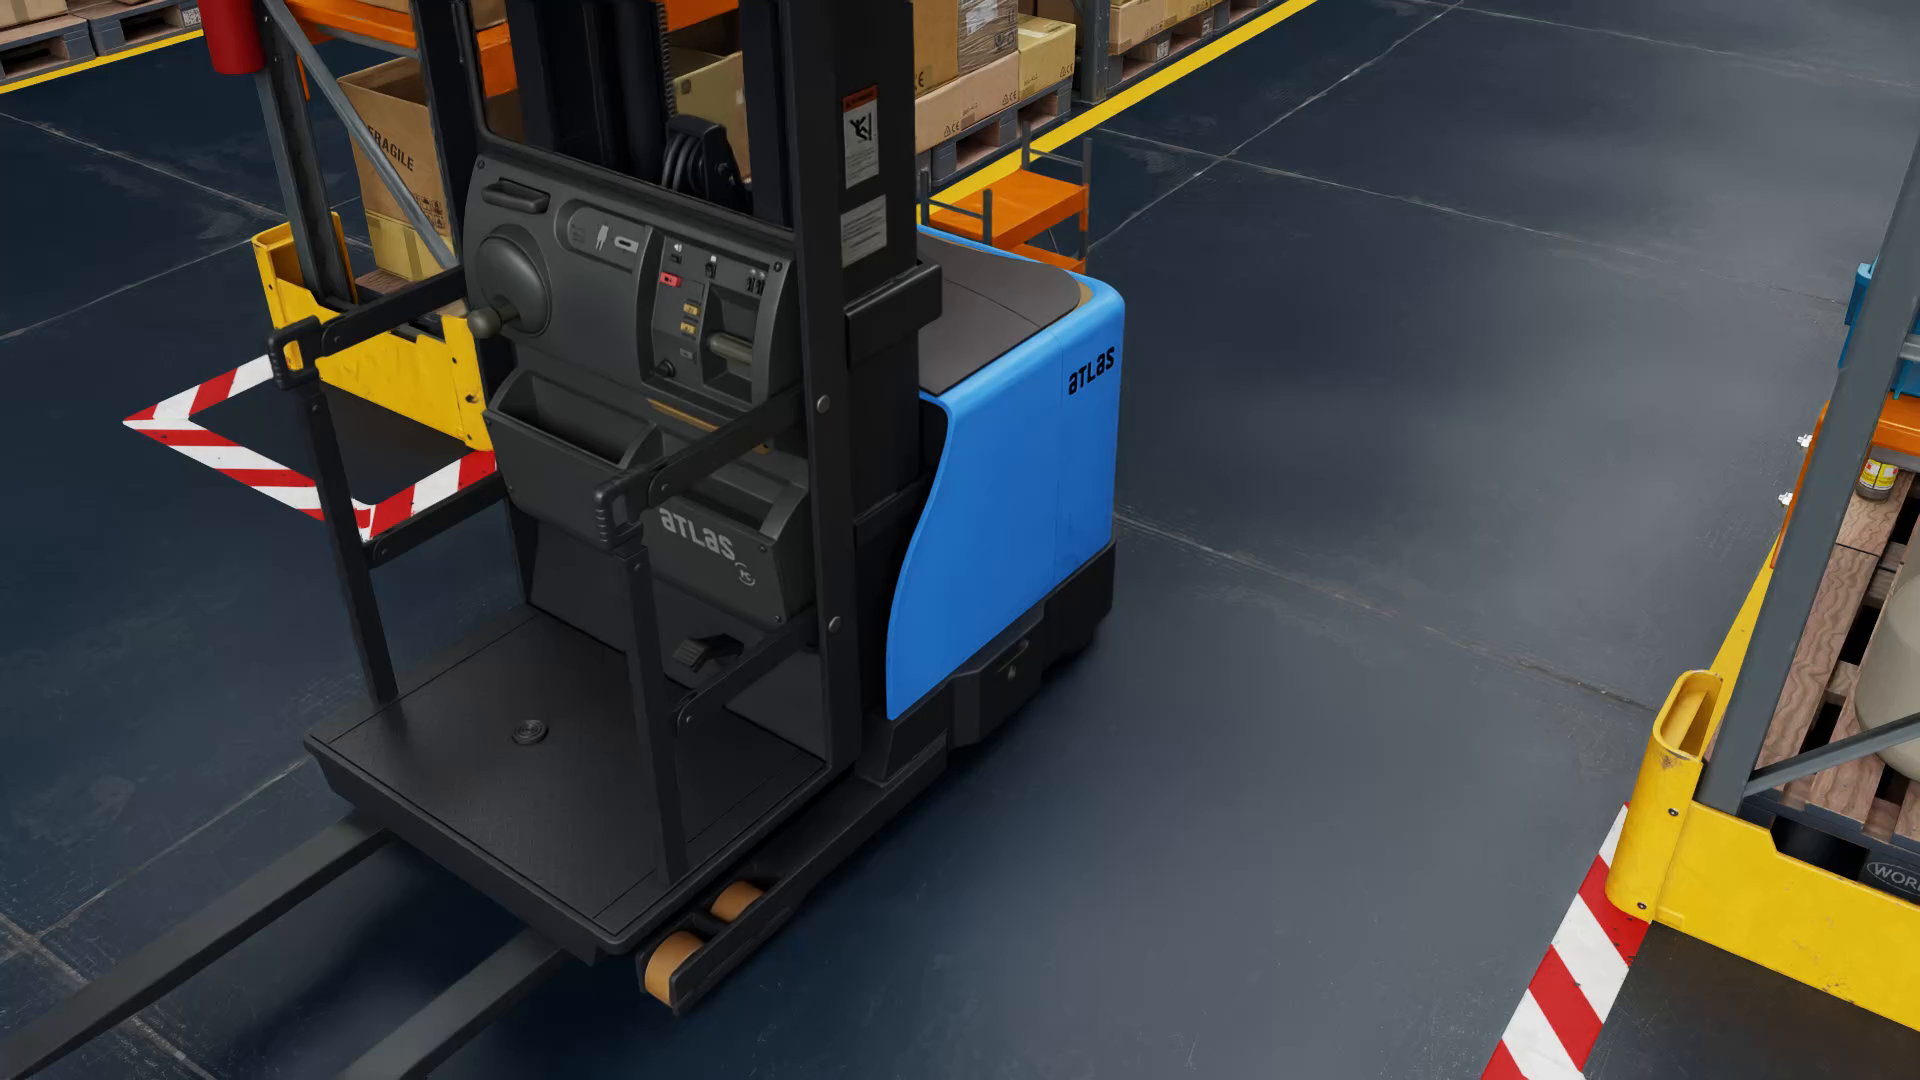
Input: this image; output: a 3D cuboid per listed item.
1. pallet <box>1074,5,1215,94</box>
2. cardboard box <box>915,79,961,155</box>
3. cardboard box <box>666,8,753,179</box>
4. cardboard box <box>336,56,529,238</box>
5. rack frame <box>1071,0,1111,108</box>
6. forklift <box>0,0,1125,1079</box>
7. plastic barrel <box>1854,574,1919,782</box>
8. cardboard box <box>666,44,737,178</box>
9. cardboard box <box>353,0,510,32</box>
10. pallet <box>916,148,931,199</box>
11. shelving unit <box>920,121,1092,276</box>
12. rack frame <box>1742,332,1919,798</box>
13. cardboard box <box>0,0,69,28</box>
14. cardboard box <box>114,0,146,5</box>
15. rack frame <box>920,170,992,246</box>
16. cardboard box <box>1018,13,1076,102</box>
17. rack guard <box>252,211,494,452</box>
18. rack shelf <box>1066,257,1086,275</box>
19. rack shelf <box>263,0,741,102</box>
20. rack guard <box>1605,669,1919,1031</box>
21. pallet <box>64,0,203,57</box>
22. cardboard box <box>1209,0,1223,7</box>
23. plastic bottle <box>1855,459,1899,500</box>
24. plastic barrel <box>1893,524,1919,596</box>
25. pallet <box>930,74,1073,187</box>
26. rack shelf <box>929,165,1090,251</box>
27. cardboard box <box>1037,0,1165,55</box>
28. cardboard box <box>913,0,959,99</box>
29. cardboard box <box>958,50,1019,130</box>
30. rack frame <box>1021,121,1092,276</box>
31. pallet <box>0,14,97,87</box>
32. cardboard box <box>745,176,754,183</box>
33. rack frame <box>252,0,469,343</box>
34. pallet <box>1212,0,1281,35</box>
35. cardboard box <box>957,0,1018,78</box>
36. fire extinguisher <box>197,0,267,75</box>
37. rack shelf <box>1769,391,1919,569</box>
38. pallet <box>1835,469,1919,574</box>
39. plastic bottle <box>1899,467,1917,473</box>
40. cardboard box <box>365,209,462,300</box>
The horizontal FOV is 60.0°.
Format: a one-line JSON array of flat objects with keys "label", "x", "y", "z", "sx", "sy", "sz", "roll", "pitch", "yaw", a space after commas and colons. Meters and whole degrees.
[{"label": "pallet", "x": 0.699, "y": -2.844, "z": 9.268, "sx": 1.003, "sy": 0.211, "sz": 1.213, "roll": 21, "pitch": 39, "yaw": 28}, {"label": "cardboard box", "x": -0.340, "y": -1.938, "z": 7.518, "sx": 0.500, "sy": 0.250, "sz": 0.500, "roll": 21, "pitch": 39, "yaw": 28}, {"label": "cardboard box", "x": -0.923, "y": -1.793, "z": 6.635, "sx": 0.500, "sy": 0.500, "sz": 0.500, "roll": 21, "pitch": 39, "yaw": 28}, {"label": "cardboard box", "x": -1.908, "y": -1.495, "z": 6.193, "sx": 0.500, "sy": 0.500, "sz": 0.500, "roll": 21, "pitch": 39, "yaw": 28}, {"label": "rack frame", "x": 0.311, "y": -3.648, "z": 7.967, "sx": 1.000, "sy": 3.000, "sz": 0.127, "roll": 21, "pitch": 39, "yaw": 28}, {"label": "forklift", "x": 1.375, "y": -1.516, "z": 4.190, "sx": 3.137, "sy": 3.703, "sz": 7.740, "roll": 23, "pitch": 40, "yaw": 30}, {"label": "plastic barrel", "x": 2.410, "y": 0.306, "z": 3.966, "sx": 0.421, "sy": 0.512, "sz": 0.421, "roll": 0, "pitch": 34, "yaw": 0}, {"label": "cardboard box", "x": -1.197, "y": -1.559, "z": 6.288, "sx": 0.500, "sy": 0.500, "sz": 0.500, "roll": 21, "pitch": 39, "yaw": 28}, {"label": "cardboard box", "x": -1.693, "y": -2.059, "z": 5.528, "sx": 0.700, "sy": 0.500, "sz": 0.500, "roll": 21, "pitch": 39, "yaw": 28}, {"label": "pallet", "x": -0.872, "y": -1.577, "z": 7.393, "sx": 1.003, "sy": 0.211, "sz": 1.213, "roll": 21, "pitch": 39, "yaw": 28}, {"label": "shelving unit", "x": 0.137, "y": -0.599, "z": 5.064, "sx": 0.258, "sy": 1.200, "sz": 0.503, "roll": 23, "pitch": 40, "yaw": 30}, {"label": "rack frame", "x": 2.100, "y": -0.222, "z": 2.901, "sx": 0.949, "sy": 2.616, "sz": 0.053, "roll": 21, "pitch": 39, "yaw": 28}, {"label": "cardboard box", "x": -5.248, "y": -3.008, "z": 9.028, "sx": 0.500, "sy": 0.311, "sz": 0.500, "roll": 25, "pitch": 41, "yaw": 32}, {"label": "cardboard box", "x": -4.788, "y": -3.408, "z": 9.451, "sx": 0.700, "sy": 0.500, "sz": 0.500, "roll": 19, "pitch": 38, "yaw": 25}, {"label": "rack frame", "x": -0.012, "y": -0.490, "z": 4.904, "sx": 0.240, "sy": 1.200, "sz": 0.015, "roll": 23, "pitch": 40, "yaw": 30}, {"label": "cardboard box", "x": 0.226, "y": -2.400, "z": 8.200, "sx": 0.500, "sy": 0.250, "sz": 0.500, "roll": 21, "pitch": 39, "yaw": 28}, {"label": "rack guard", "x": -1.983, "y": -0.761, "z": 5.928, "sx": 1.175, "sy": 0.500, "sz": 0.348, "roll": 21, "pitch": 39, "yaw": 28}, {"label": "rack shelf", "x": 0.137, "y": -0.728, "z": 4.977, "sx": 0.258, "sy": 0.148, "sz": 0.480, "roll": 23, "pitch": 40, "yaw": 30}, {"label": "rack shelf", "x": -0.829, "y": -2.430, "z": 6.807, "sx": 1.077, "sy": 0.370, "sz": 4.000, "roll": 21, "pitch": 39, "yaw": 28}, {"label": "rack guard", "x": 2.102, "y": 0.762, "z": 3.677, "sx": 1.175, "sy": 0.500, "sz": 0.348, "roll": 21, "pitch": 39, "yaw": 28}, {"label": "pallet", "x": -4.809, "y": -3.189, "z": 9.778, "sx": 1.003, "sy": 0.211, "sz": 1.213, "roll": 21, "pitch": 39, "yaw": 28}, {"label": "cardboard box", "x": 1.330, "y": -3.263, "z": 9.478, "sx": 0.500, "sy": 0.250, "sz": 0.500, "roll": 20, "pitch": 39, "yaw": 27}, {"label": "plastic bottle", "x": 2.785, "y": -0.232, "z": 5.020, "sx": 0.097, "sy": 0.201, "sz": 0.097, "roll": 0, "pitch": 34, "yaw": 0}, {"label": "plastic barrel", "x": 2.696, "y": 0.075, "z": 4.307, "sx": 0.421, "sy": 0.512, "sz": 0.421, "roll": 0, "pitch": 34, "yaw": 0}, {"label": "pallet", "x": -0.177, "y": -2.140, "z": 8.226, "sx": 1.003, "sy": 0.211, "sz": 1.213, "roll": 21, "pitch": 39, "yaw": 28}, {"label": "rack shelf", "x": 0.137, "y": -0.924, "z": 4.844, "sx": 0.258, "sy": 0.148, "sz": 0.480, "roll": 23, "pitch": 40, "yaw": 30}, {"label": "cardboard box", "x": 0.745, "y": -2.789, "z": 8.777, "sx": 0.500, "sy": 0.250, "sz": 0.500, "roll": 20, "pitch": 39, "yaw": 27}, {"label": "cardboard box", "x": -0.350, "y": -2.253, "z": 7.314, "sx": 0.500, "sy": 0.500, "sz": 0.500, "roll": 21, "pitch": 39, "yaw": 28}, {"label": "cardboard box", "x": -0.067, "y": -2.173, "z": 7.865, "sx": 0.500, "sy": 0.250, "sz": 0.500, "roll": 21, "pitch": 39, "yaw": 28}, {"label": "rack frame", "x": 0.285, "y": -0.707, "z": 5.225, "sx": 0.240, "sy": 1.200, "sz": 0.015, "roll": 23, "pitch": 40, "yaw": 30}, {"label": "pallet", "x": -5.506, "y": -2.630, "z": 8.951, "sx": 1.003, "sy": 0.211, "sz": 1.213, "roll": 21, "pitch": 39, "yaw": 28}, {"label": "cardboard box", "x": -0.913, "y": -1.479, "z": 6.839, "sx": 0.500, "sy": 0.250, "sz": 0.500, "roll": 21, "pitch": 39, "yaw": 28}, {"label": "rack frame", "x": -1.969, "y": -1.807, "z": 5.245, "sx": 1.000, "sy": 3.000, "sz": 0.127, "roll": 21, "pitch": 39, "yaw": 28}, {"label": "pallet", "x": 1.394, "y": -3.408, "z": 10.101, "sx": 1.003, "sy": 0.211, "sz": 1.213, "roll": 21, "pitch": 39, "yaw": 28}, {"label": "cardboard box", "x": -0.068, "y": -2.484, "z": 7.656, "sx": 0.500, "sy": 0.500, "sz": 0.500, "roll": 21, "pitch": 39, "yaw": 28}, {"label": "fire extinguisher", "x": -2.419, "y": -1.869, "z": 5.405, "sx": 0.296, "sy": 0.674, "sz": 0.183, "roll": 21, "pitch": 39, "yaw": 28}, {"label": "rack shelf", "x": 3.238, "y": -0.846, "z": 4.465, "sx": 1.077, "sy": 0.370, "sz": 4.000, "roll": 21, "pitch": 39, "yaw": 28}, {"label": "pallet", "x": 3.266, "y": -0.049, "z": 5.135, "sx": 1.003, "sy": 0.211, "sz": 1.213, "roll": 21, "pitch": 39, "yaw": 28}, {"label": "plastic bottle", "x": 2.951, "y": -0.370, "z": 5.158, "sx": 0.152, "sy": 0.276, "sz": 0.135, "roll": 22, "pitch": 40, "yaw": 29}, {"label": "cardboard box", "x": -1.906, "y": -1.183, "z": 6.402, "sx": 0.500, "sy": 0.250, "sz": 0.500, "roll": 21, "pitch": 39, "yaw": 28}]
